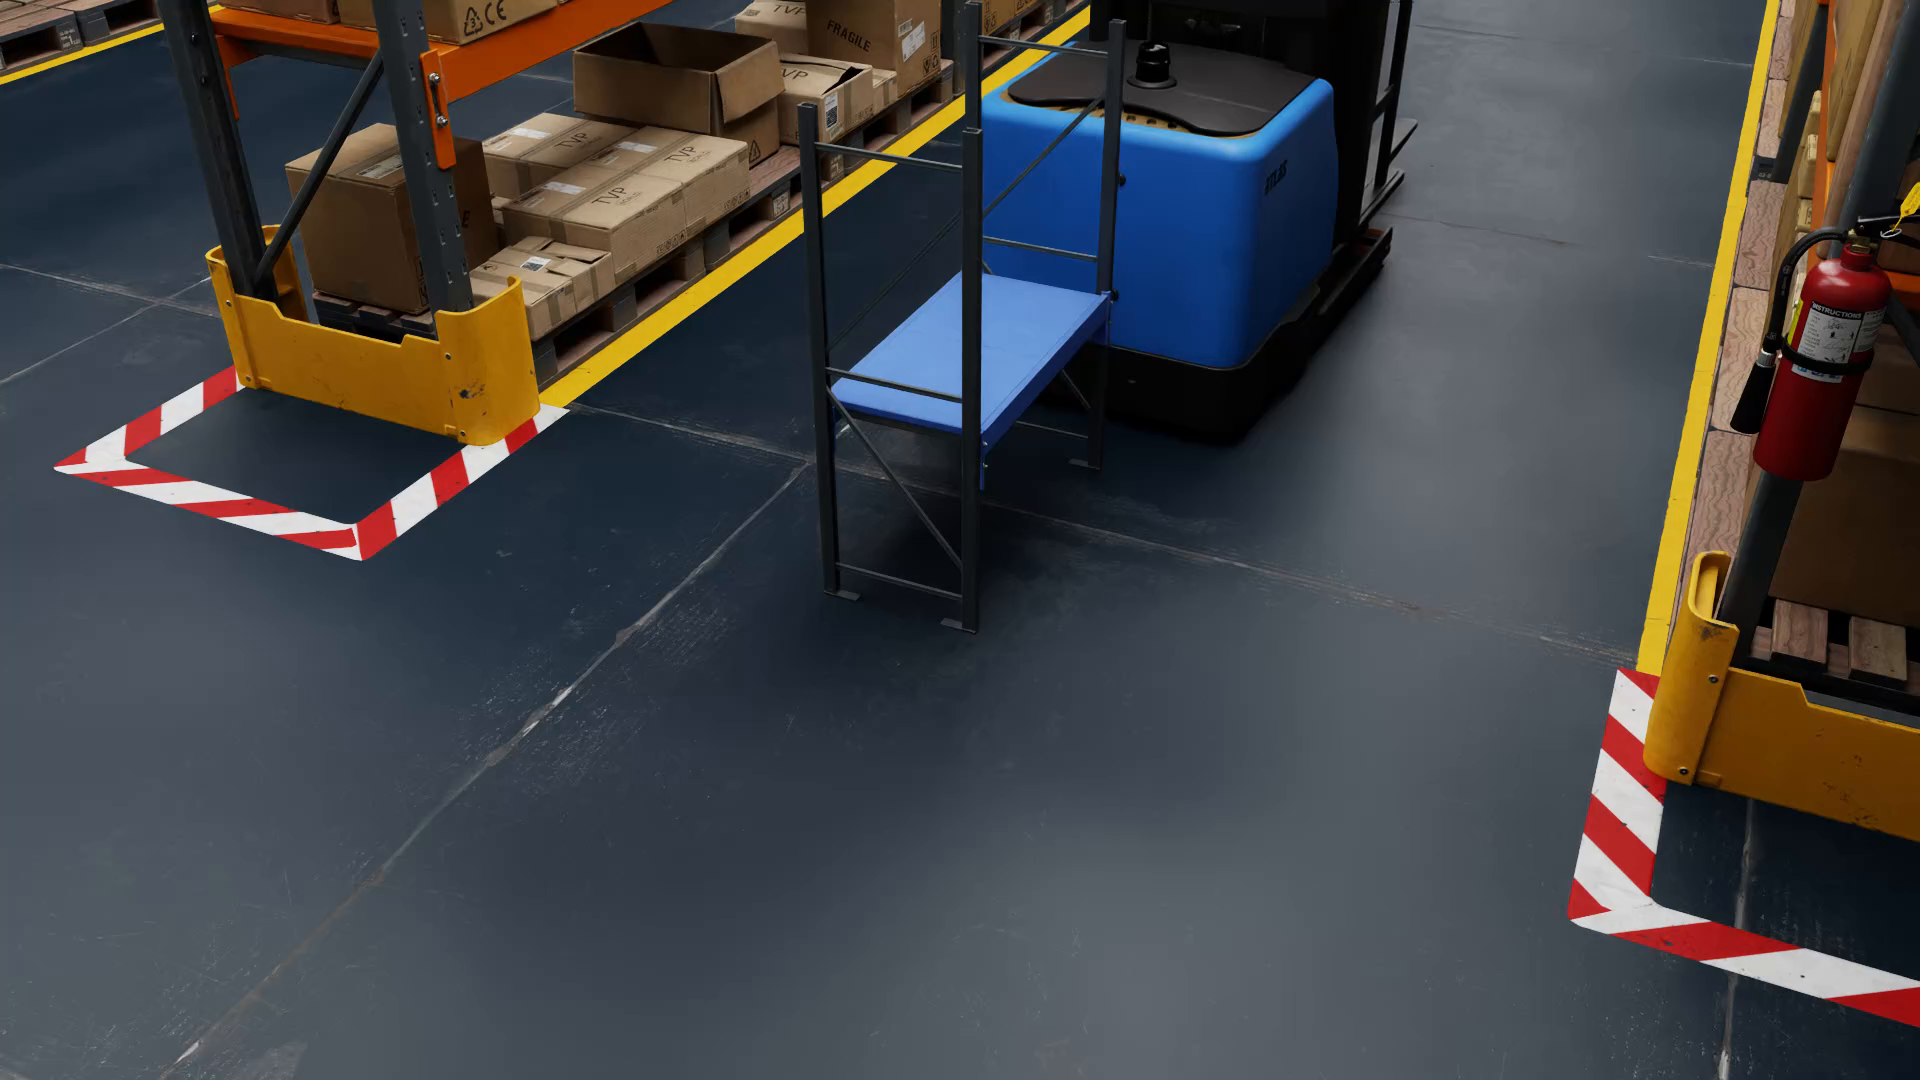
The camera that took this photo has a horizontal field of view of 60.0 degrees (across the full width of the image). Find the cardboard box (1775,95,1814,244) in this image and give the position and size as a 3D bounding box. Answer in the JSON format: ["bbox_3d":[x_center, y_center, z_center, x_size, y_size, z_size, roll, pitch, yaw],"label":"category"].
[{"bbox_3d":[3.651,-1.387,6.526,0.700,0.500,0.500,15,36,21],"label":"cardboard box"}]

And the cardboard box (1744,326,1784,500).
[{"bbox_3d":[2.795,-0.364,4.967,0.700,0.500,0.500,14,36,20],"label":"cardboard box"}]

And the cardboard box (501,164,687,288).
[{"bbox_3d":[-1.423,-1.237,6.507,0.500,0.250,0.500,14,36,20],"label":"cardboard box"}]

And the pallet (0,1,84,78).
[{"bbox_3d":[-5.722,-2.727,9.217,1.003,0.211,1.213,14,36,20],"label":"pallet"}]

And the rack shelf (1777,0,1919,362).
[{"bbox_3d":[3.221,-1.309,5.166,1.077,0.370,4.000,14,36,20],"label":"rack shelf"}]

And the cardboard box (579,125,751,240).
[{"bbox_3d":[-1.214,-1.486,6.887,0.500,0.250,0.500,14,36,20],"label":"cardboard box"}]

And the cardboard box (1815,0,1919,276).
[{"bbox_3d":[2.588,-0.995,3.758,0.980,0.700,0.700,16,36,23],"label":"cardboard box"}]

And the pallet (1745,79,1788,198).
[{"bbox_3d":[4.312,-1.841,7.865,1.003,0.211,1.213,14,36,20],"label":"pallet"}]

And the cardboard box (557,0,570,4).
[{"bbox_3d":[-1.481,-2.208,5.791,0.500,0.500,0.500,14,36,20],"label":"cardboard box"}]

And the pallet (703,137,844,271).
[{"bbox_3d":[-1.241,-1.622,7.532,1.003,0.211,1.213,14,36,20],"label":"pallet"}]

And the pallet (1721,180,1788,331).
[{"bbox_3d":[3.668,-1.079,6.702,1.003,0.211,1.213,14,36,20],"label":"pallet"}]

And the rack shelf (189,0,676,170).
[{"bbox_3d":[-1.280,-2.443,6.896,1.077,0.370,4.000,14,36,20],"label":"rack shelf"}]

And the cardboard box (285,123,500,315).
[{"bbox_3d":[-2.113,-1.214,6.244,0.500,0.500,0.500,14,36,20],"label":"cardboard box"}]

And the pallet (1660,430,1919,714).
[{"bbox_3d":[2.647,0.137,4.849,1.003,0.211,1.213,14,36,20],"label":"pallet"}]

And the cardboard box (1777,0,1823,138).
[{"bbox_3d":[4.211,-2.236,7.501,0.750,0.750,0.750,15,36,21],"label":"cardboard box"}]

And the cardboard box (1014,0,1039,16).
[{"bbox_3d":[0.193,-3.332,9.474,0.500,0.500,0.500,15,36,21],"label":"cardboard box"}]

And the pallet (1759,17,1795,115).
[{"bbox_3d":[4.821,-2.451,8.795,1.003,0.211,1.213,14,36,20],"label":"pallet"}]

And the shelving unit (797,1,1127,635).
[{"bbox_3d":[0.036,-0.670,4.904,0.538,1.500,1.048,14,36,20],"label":"shelving unit"}]

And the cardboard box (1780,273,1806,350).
[{"bbox_3d":[2.580,-0.620,4.765,0.380,0.149,0.250,15,36,22],"label":"cardboard box"}]

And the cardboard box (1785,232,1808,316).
[{"bbox_3d":[3.005,-0.615,5.349,0.700,0.500,0.500,13,35,19],"label":"cardboard box"}]

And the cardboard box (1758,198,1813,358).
[{"bbox_3d":[3.221,-0.882,5.757,0.700,0.500,0.500,15,36,22],"label":"cardboard box"}]

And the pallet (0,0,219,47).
[{"bbox_3d":[-5.213,-3.337,10.147,1.003,0.211,1.213,14,36,20],"label":"pallet"}]

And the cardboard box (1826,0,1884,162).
[{"bbox_3d":[2.882,-1.360,4.315,0.980,0.700,0.700,14,36,20],"label":"cardboard box"}]

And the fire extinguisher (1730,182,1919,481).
[{"bbox_3d":[1.902,-0.456,3.620,0.296,0.674,0.183,14,36,20],"label":"fire extinguisher"}]

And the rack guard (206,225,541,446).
[{"bbox_3d":[-2.085,-0.740,5.923,1.175,0.500,0.348,14,36,20],"label":"rack guard"}]

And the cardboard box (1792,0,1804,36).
[{"bbox_3d":[4.932,-3.103,8.825,0.750,0.750,0.750,14,36,20],"label":"cardboard box"}]

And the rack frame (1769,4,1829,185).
[{"bbox_3d":[4.057,-2.605,6.488,1.000,3.000,0.127,14,36,20],"label":"rack frame"}]

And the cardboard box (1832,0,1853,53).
[{"bbox_3d":[3.210,-1.738,4.891,0.980,0.700,0.700,12,35,18],"label":"cardboard box"}]

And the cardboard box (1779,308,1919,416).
[{"bbox_3d":[2.474,-0.492,4.570,0.380,0.149,0.250,14,36,20],"label":"cardboard box"}]

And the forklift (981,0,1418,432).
[{"bbox_3d":[1.163,-2.380,6.207,1.130,2.935,3.031,16,37,23],"label":"forklift"}]

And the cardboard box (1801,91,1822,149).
[{"bbox_3d":[3.342,-1.529,6.152,0.380,0.149,0.250,15,36,22],"label":"cardboard box"}]

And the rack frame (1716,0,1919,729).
[{"bbox_3d":[2.384,-0.613,3.450,1.000,3.000,0.127,14,36,20],"label":"rack frame"}]

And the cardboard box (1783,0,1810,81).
[{"bbox_3d":[4.580,-2.679,8.178,0.750,0.750,0.750,15,36,22],"label":"cardboard box"}]

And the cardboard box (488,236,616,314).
[{"bbox_3d":[-1.525,-1.001,6.224,0.380,0.166,0.250,14,36,20],"label":"cardboard box"}]

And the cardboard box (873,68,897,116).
[{"bbox_3d":[-0.527,-2.182,8.042,0.380,0.149,0.250,14,36,20],"label":"cardboard box"}]

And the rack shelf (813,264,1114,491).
[{"bbox_3d":[0.036,-0.519,5.002,0.538,0.185,1.000,14,36,20],"label":"rack shelf"}]

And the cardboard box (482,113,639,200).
[{"bbox_3d":[-1.689,-1.576,7.024,0.500,0.250,0.500,14,36,20],"label":"cardboard box"}]

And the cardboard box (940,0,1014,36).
[{"bbox_3d":[-0.020,-3.064,9.065,0.500,0.500,0.500,13,35,18],"label":"cardboard box"}]

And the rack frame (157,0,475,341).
[{"bbox_3d":[-2.117,-1.748,5.180,1.000,3.000,0.127,14,36,20],"label":"rack frame"}]

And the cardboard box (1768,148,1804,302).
[{"bbox_3d":[3.438,-1.137,6.146,0.700,0.500,0.500,14,36,20],"label":"cardboard box"}]

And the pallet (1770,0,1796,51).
[{"bbox_3d":[5.333,-3.056,9.718,1.003,0.211,1.213,14,36,20],"label":"pallet"}]

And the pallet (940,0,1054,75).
[{"bbox_3d":[-0.138,-2.988,9.614,1.003,0.211,1.213,14,36,20],"label":"pallet"}]

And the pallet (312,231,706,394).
[{"bbox_3d":[-1.753,-1.017,6.608,1.003,0.211,1.213,14,36,20],"label":"pallet"}]

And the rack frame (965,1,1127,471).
[{"bbox_3d":[0.248,-0.923,5.290,0.500,1.500,0.032,14,36,20],"label":"rack frame"}]

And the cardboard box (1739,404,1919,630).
[{"bbox_3d":[2.586,-0.115,4.587,0.700,0.500,0.500,14,36,20],"label":"cardboard box"}]

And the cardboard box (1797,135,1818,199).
[{"bbox_3d":[3.124,-1.269,5.755,0.380,0.149,0.250,13,35,19],"label":"cardboard box"}]

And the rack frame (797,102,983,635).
[{"bbox_3d":[-0.177,-0.417,4.517,0.500,1.500,0.032,14,36,20],"label":"rack frame"}]

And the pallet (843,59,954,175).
[{"bbox_3d":[-0.732,-2.232,8.462,1.003,0.211,1.213,14,36,20],"label":"pallet"}]

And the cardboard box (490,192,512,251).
[{"bbox_3d":[-1.862,-1.255,6.612,0.380,0.166,0.250,14,36,20],"label":"cardboard box"}]

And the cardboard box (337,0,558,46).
[{"bbox_3d":[-1.692,-1.950,5.397,0.500,0.500,0.500,15,36,21],"label":"cardboard box"}]

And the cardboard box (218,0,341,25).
[{"bbox_3d":[-2.177,-2.075,5.588,0.500,0.500,0.500,15,36,22],"label":"cardboard box"}]

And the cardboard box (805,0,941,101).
[{"bbox_3d":[-0.424,-2.530,8.251,0.500,0.500,0.500,14,36,20],"label":"cardboard box"}]

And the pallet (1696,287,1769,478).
[{"bbox_3d":[3.159,-0.469,5.772,1.003,0.211,1.213,14,36,20],"label":"pallet"}]

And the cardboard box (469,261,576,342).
[{"bbox_3d":[-1.630,-0.869,6.039,0.380,0.149,0.250,14,36,20],"label":"cardboard box"}]

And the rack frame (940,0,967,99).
[{"bbox_3d":[-0.444,-3.740,8.218,1.000,3.000,0.127,14,36,20],"label":"rack frame"}]

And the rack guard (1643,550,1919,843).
[{"bbox_3d":[2.374,0.444,4.117,1.175,0.500,0.348,14,36,20],"label":"rack guard"}]

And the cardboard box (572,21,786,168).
[{"bbox_3d":[-1.225,-1.943,7.353,0.797,0.503,0.637,14,36,20],"label":"cardboard box"}]

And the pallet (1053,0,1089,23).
[{"bbox_3d":[0.372,-3.597,10.544,1.003,0.211,1.213,14,36,20],"label":"pallet"}]

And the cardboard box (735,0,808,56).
[{"bbox_3d":[-0.816,-2.640,8.592,0.500,0.311,0.500,14,36,20],"label":"cardboard box"}]

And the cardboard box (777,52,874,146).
[{"bbox_3d":[-0.738,-2.077,7.733,0.500,0.311,0.500,14,36,20],"label":"cardboard box"}]
